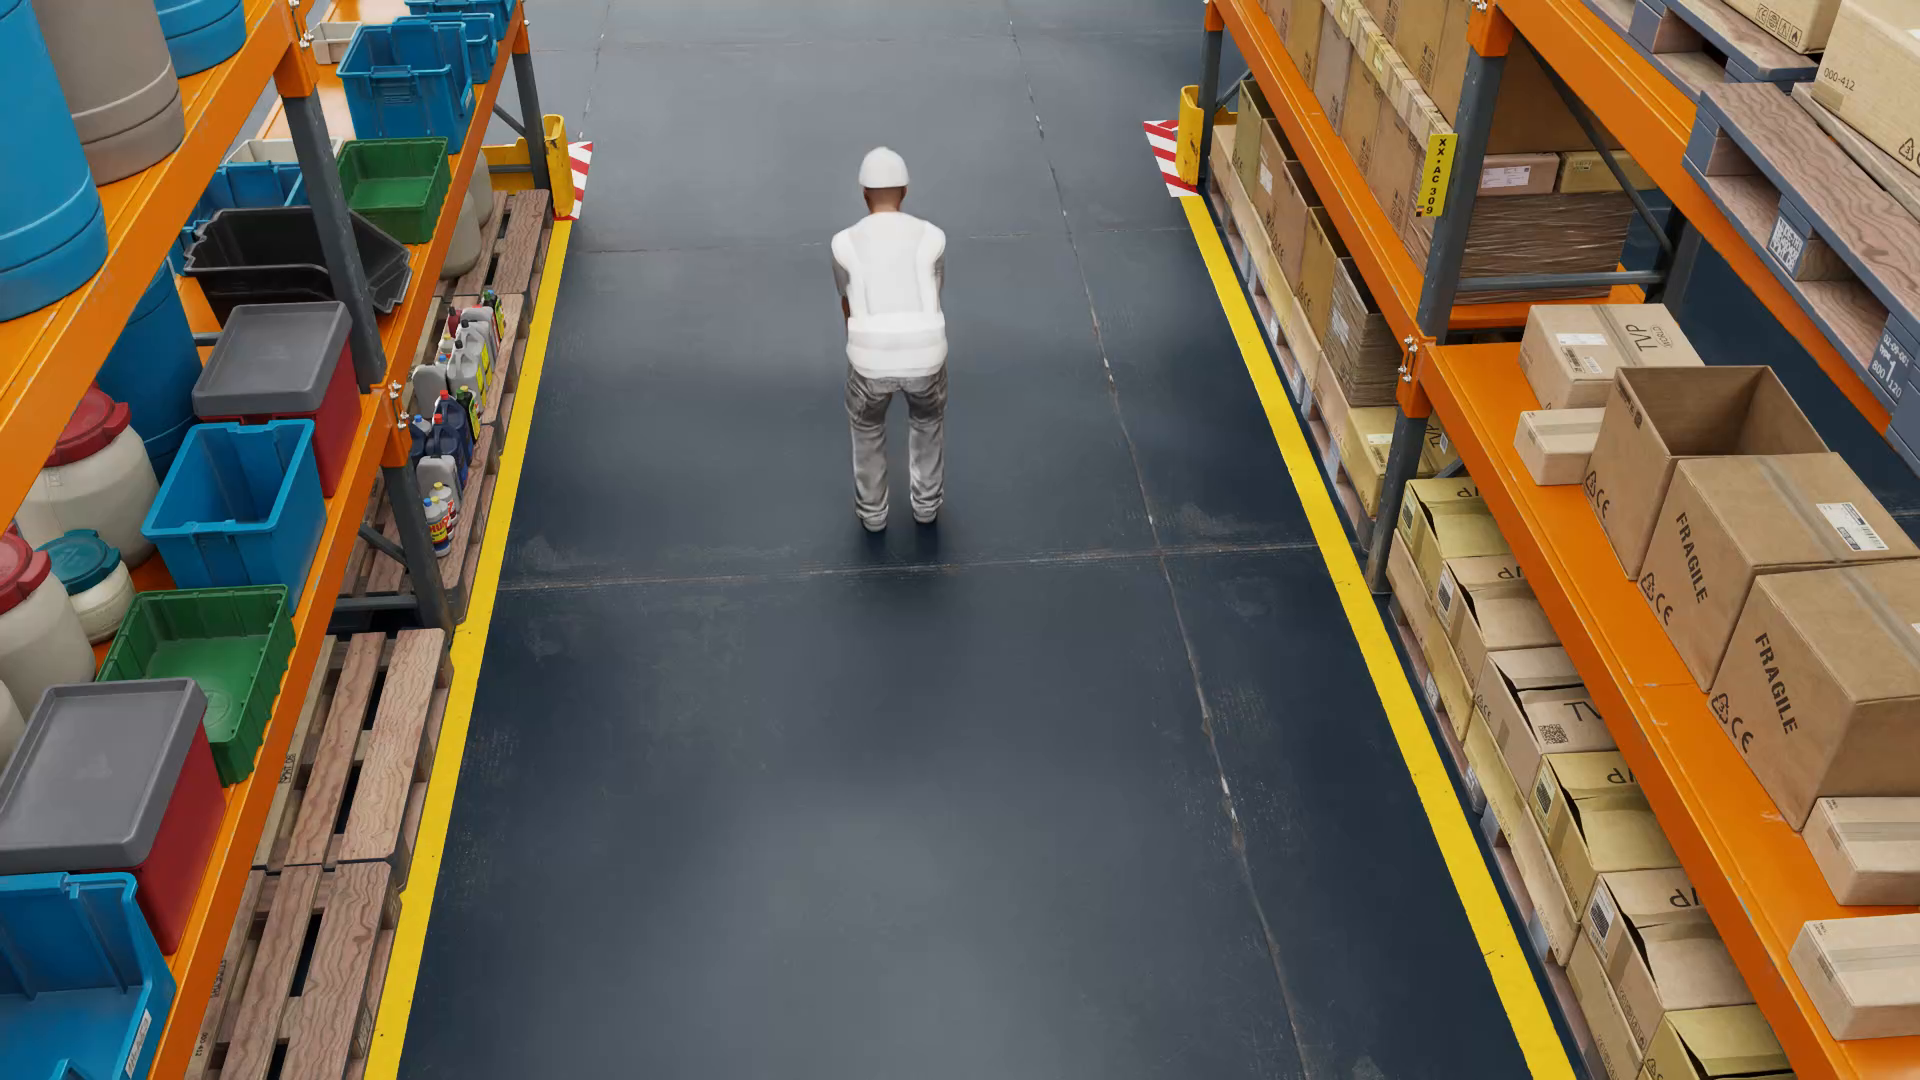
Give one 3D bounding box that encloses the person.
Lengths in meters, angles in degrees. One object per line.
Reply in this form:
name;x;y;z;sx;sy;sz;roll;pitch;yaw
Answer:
person;-0.298;-0.840;7.249;0.482;1.700;0.645;-4;39;-5
